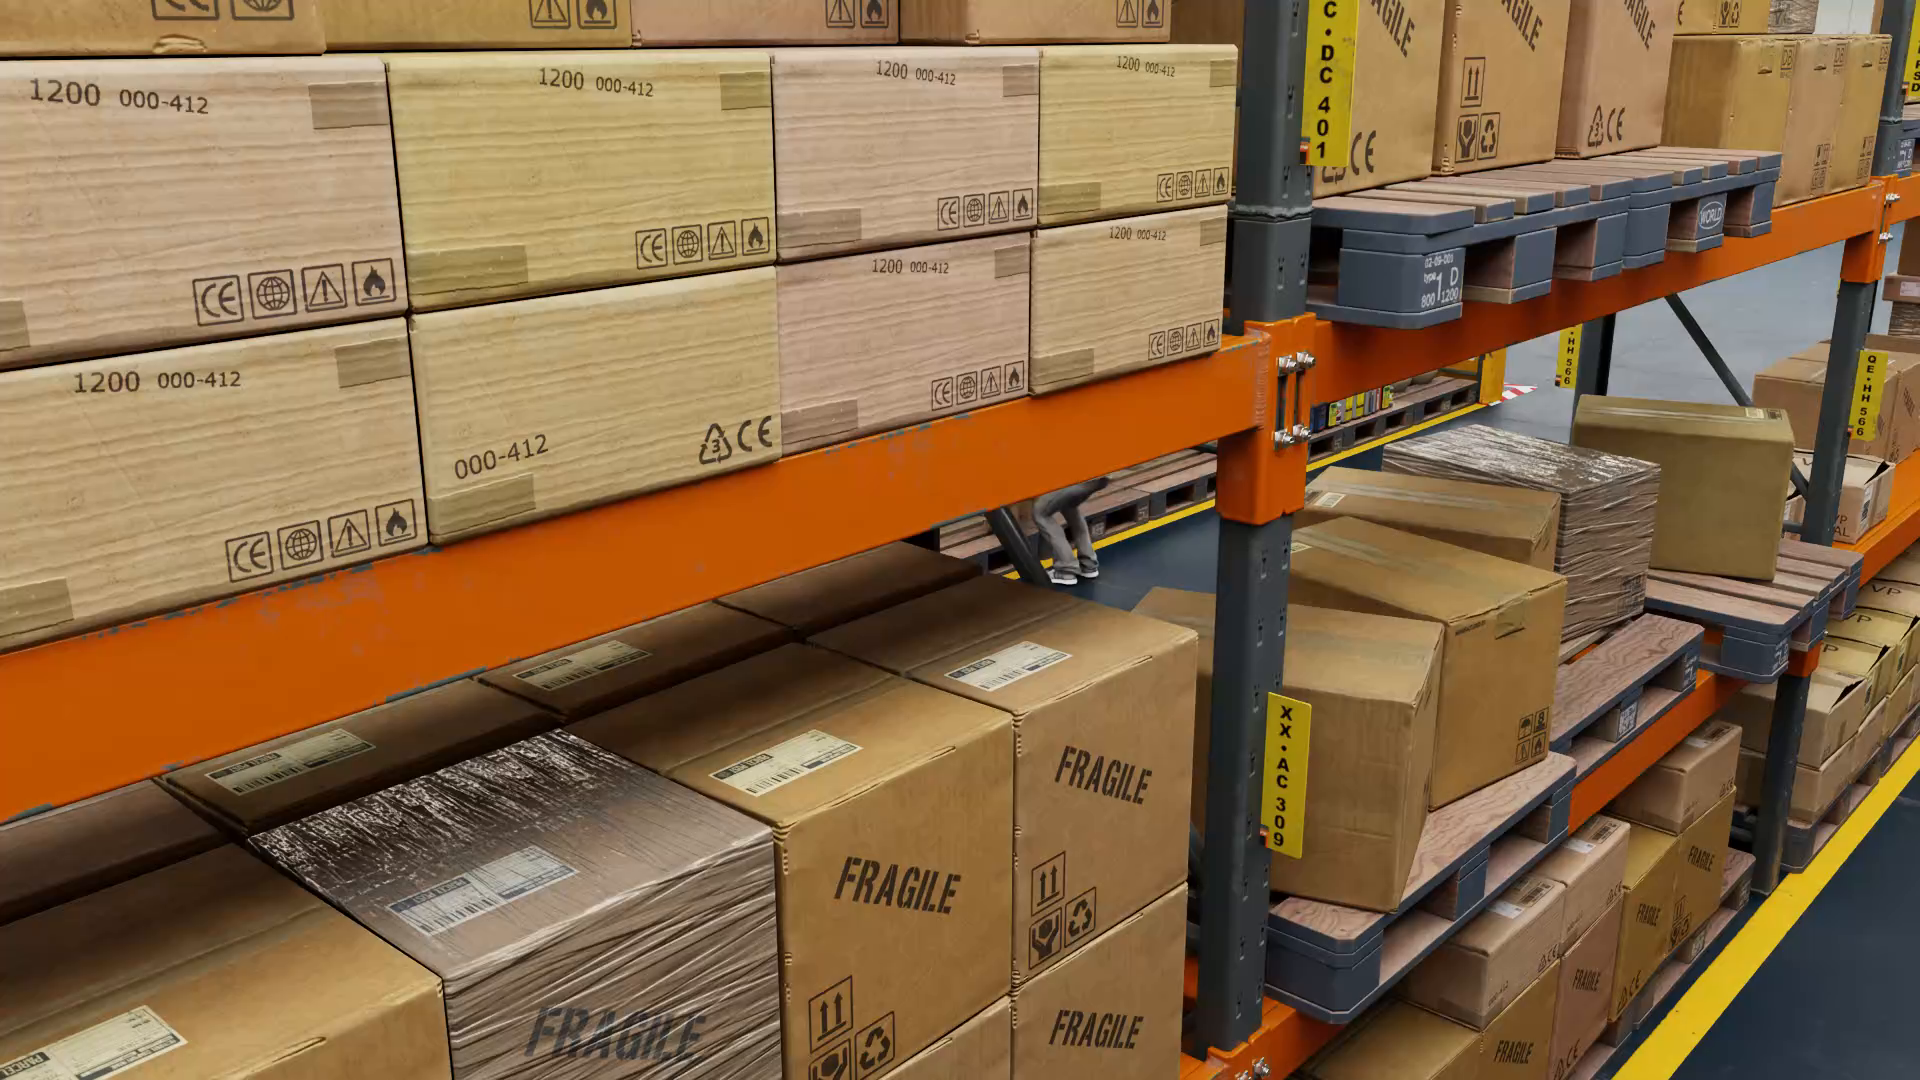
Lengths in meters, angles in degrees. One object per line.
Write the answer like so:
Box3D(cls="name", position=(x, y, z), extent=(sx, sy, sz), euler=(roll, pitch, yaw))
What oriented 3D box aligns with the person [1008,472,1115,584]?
Box3D(cls="person", position=(0.566, -0.268, 10.417), extent=(0.851, 1.014, 0.418), euler=(13, 22, 36))
